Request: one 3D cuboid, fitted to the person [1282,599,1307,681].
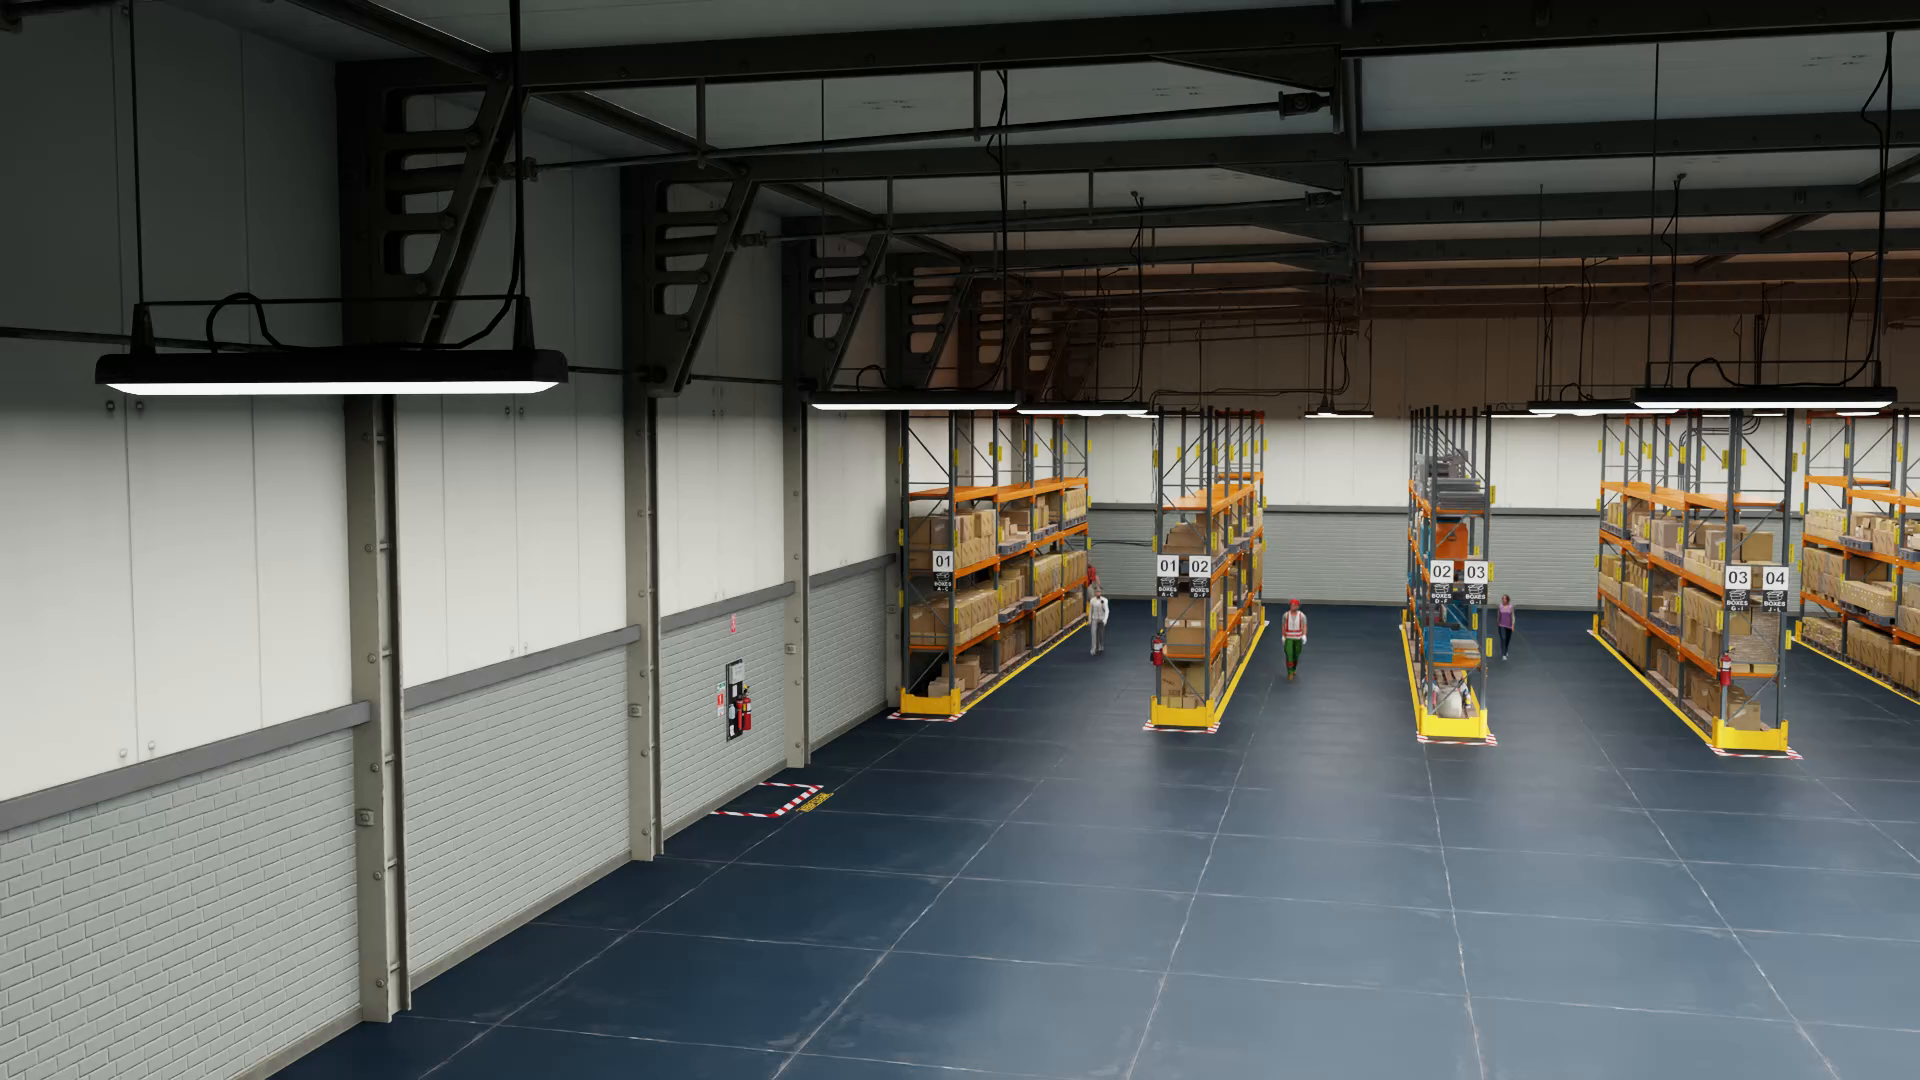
[{"bbox_3d":[7.426,2.187,36.809,0.514,1.748,0.969,0,4,1],"label":"person"}]

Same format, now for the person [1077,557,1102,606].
[{"bbox_3d":[3.904,1.346,49.055,1.039,1.662,0.491,2,5,26],"label":"person"}]

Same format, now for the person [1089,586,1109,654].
[{"bbox_3d":[3.412,1.947,40.881,0.506,1.622,1.006,0,4,5],"label":"person"}]

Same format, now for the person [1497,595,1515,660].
[{"bbox_3d":[13.079,2.072,39.818,0.389,1.540,0.972,1,4,8],"label":"person"}]
